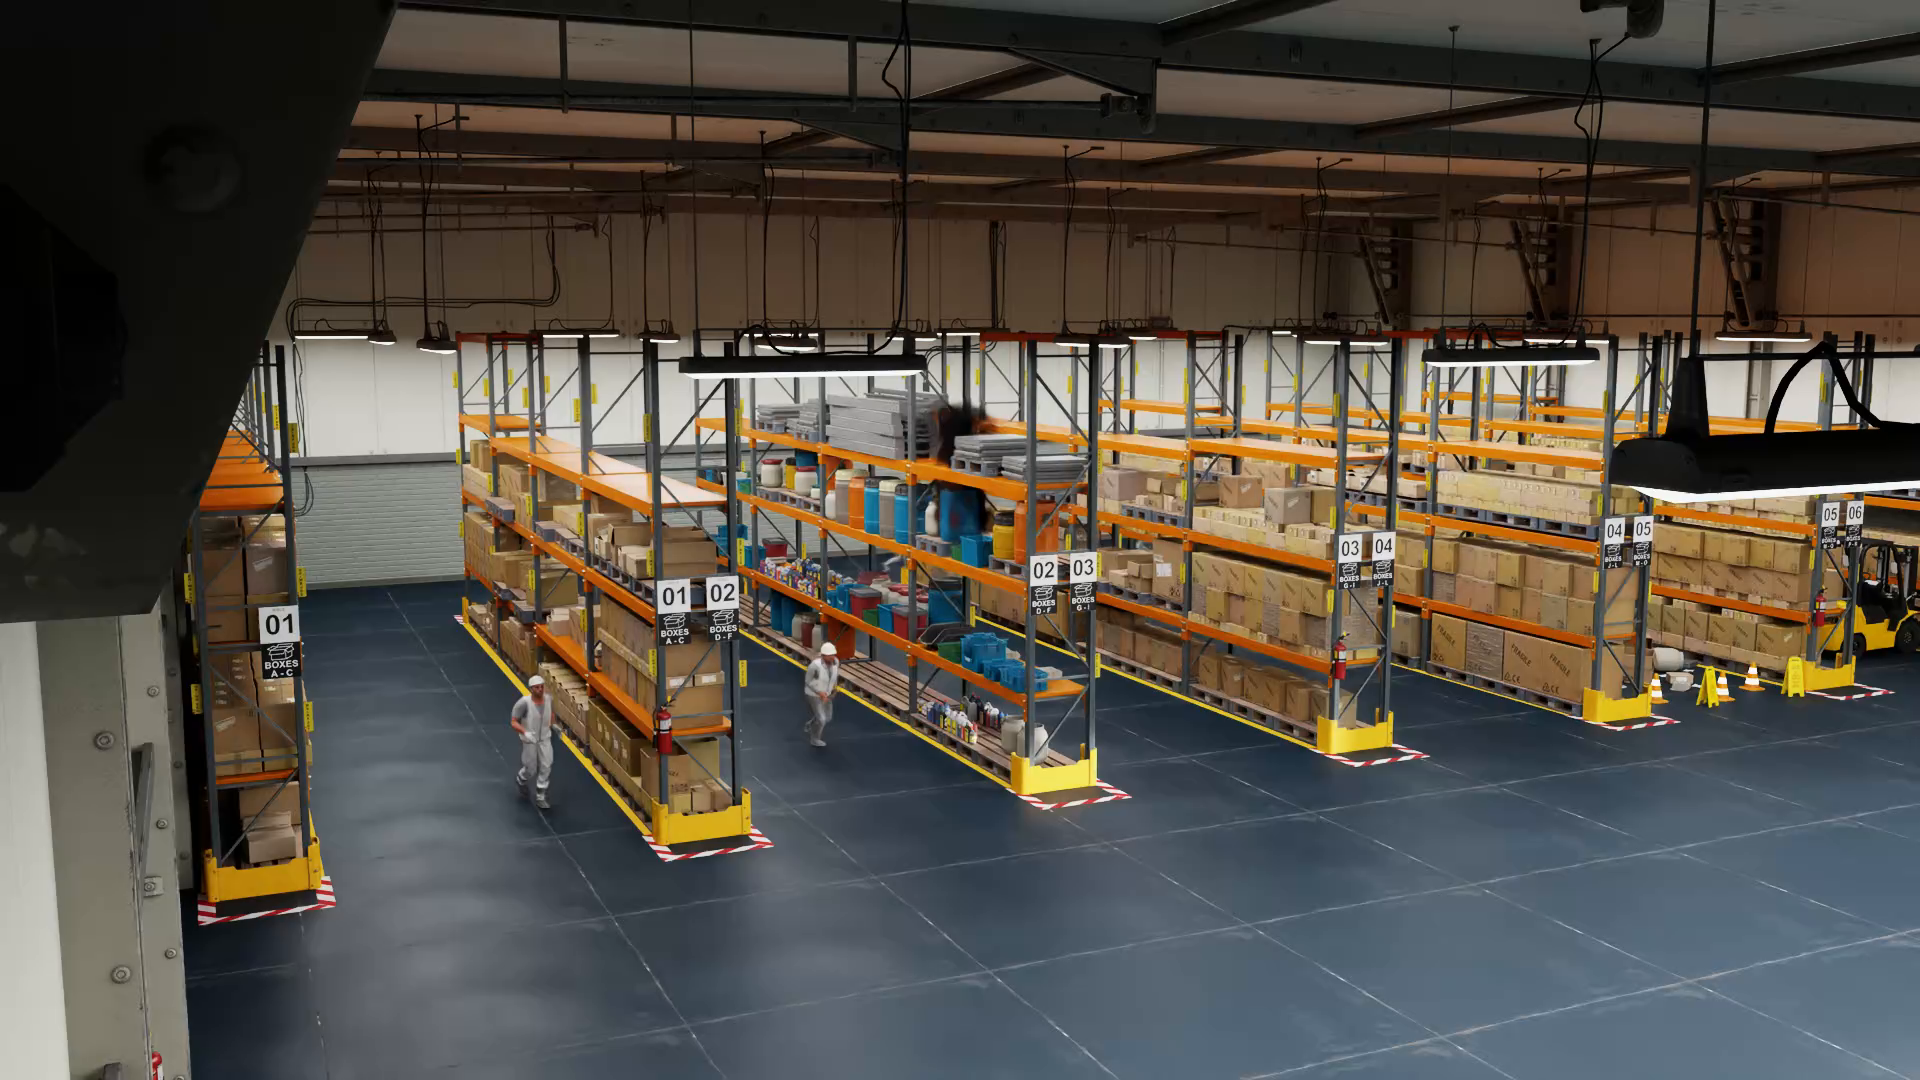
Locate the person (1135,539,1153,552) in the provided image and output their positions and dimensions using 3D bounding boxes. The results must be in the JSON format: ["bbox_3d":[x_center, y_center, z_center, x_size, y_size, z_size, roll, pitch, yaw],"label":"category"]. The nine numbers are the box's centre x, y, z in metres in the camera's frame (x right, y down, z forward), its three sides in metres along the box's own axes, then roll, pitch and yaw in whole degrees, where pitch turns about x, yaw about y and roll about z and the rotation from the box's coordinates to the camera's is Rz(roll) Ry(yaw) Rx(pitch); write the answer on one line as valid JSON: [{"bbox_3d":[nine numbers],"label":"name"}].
[{"bbox_3d":[4.569,-0.174,42.381,0.604,1.651,0.891,7,10,42],"label":"person"}]

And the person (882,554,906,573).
[{"bbox_3d":[-1.444,0.073,40.310,0.892,1.704,0.634,1,8,7],"label":"person"}]

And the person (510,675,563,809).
[{"bbox_3d":[-5.548,2.576,21.578,0.659,1.739,0.824,-6,10,-36],"label":"person"}]

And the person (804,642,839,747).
[{"bbox_3d":[-2.065,2.245,24.432,0.922,1.615,0.642,7,10,42],"label":"person"}]
